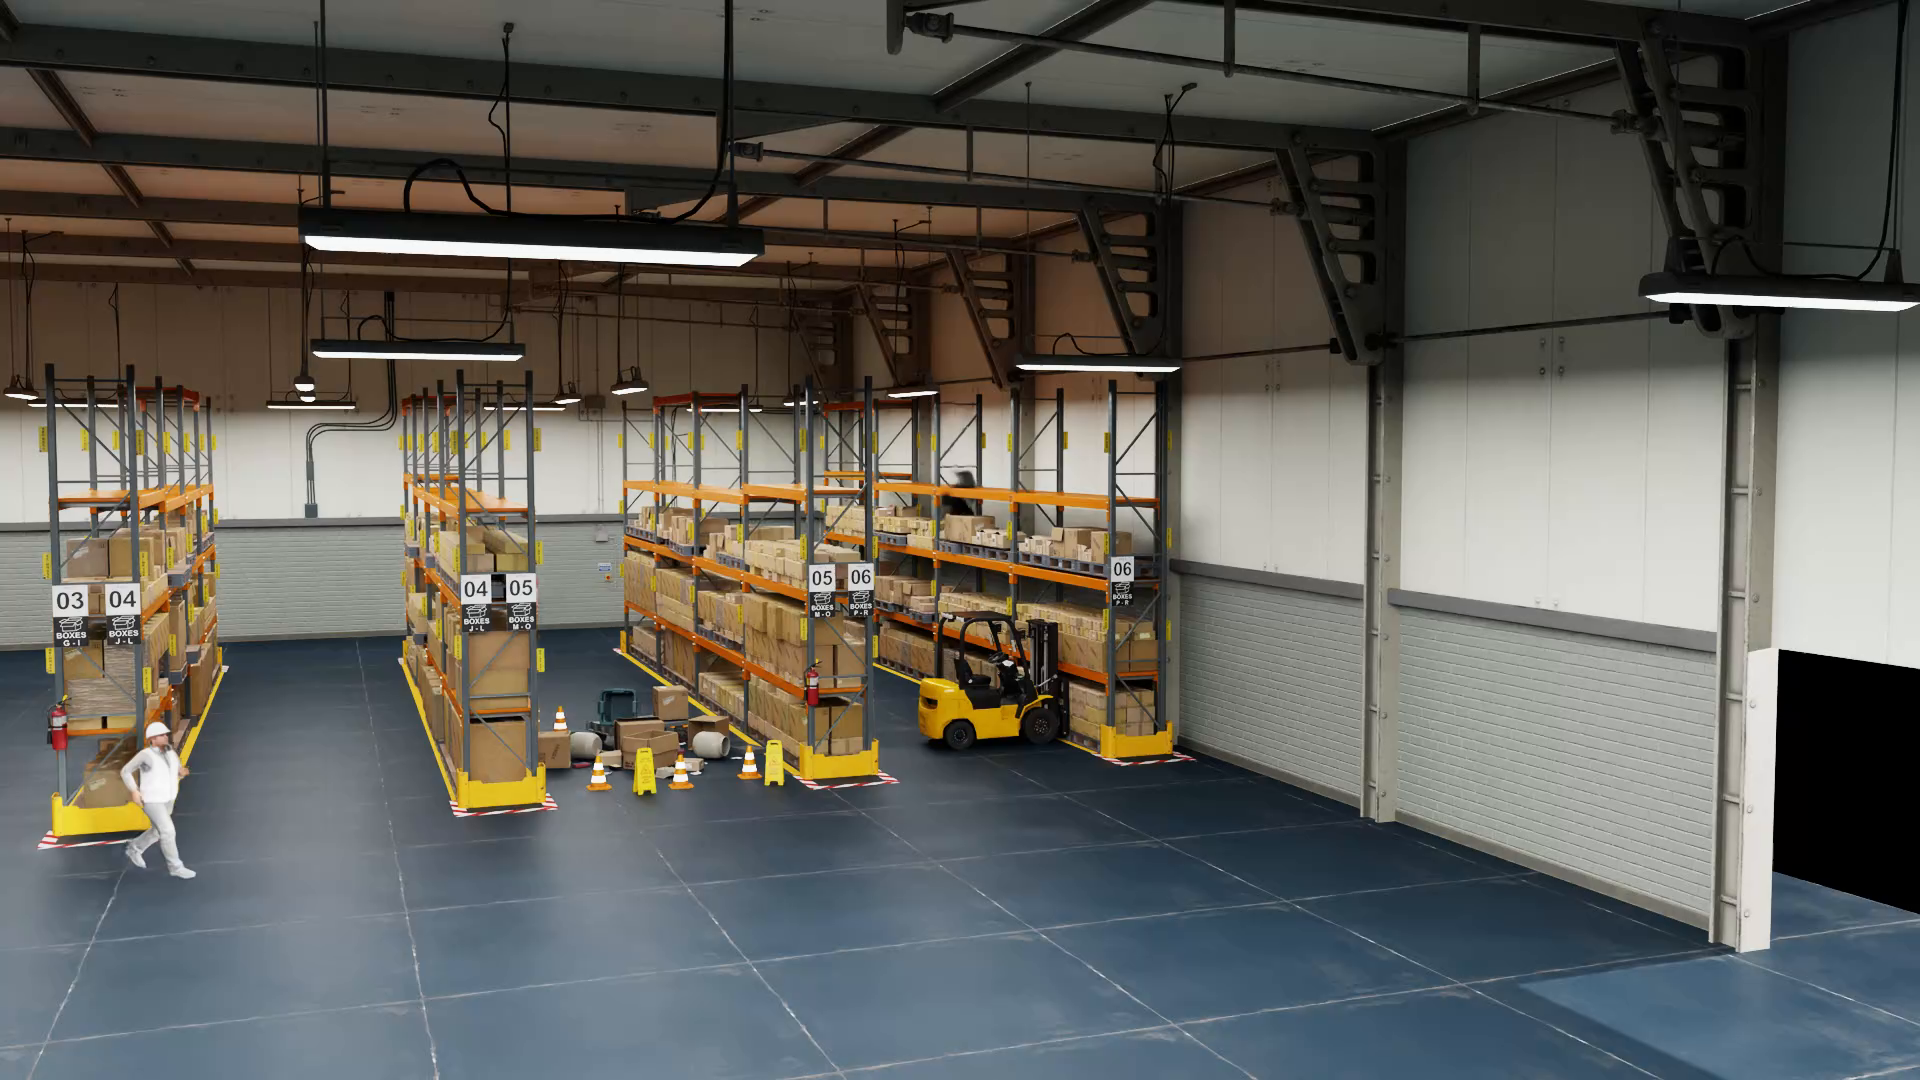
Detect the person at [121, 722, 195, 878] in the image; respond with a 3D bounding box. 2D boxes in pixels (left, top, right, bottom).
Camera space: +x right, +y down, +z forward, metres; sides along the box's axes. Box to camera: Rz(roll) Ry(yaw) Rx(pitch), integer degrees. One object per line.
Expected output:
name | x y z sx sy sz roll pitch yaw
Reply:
person | -9.220 2.969 19.092 0.971 1.764 0.653 1 3 13
